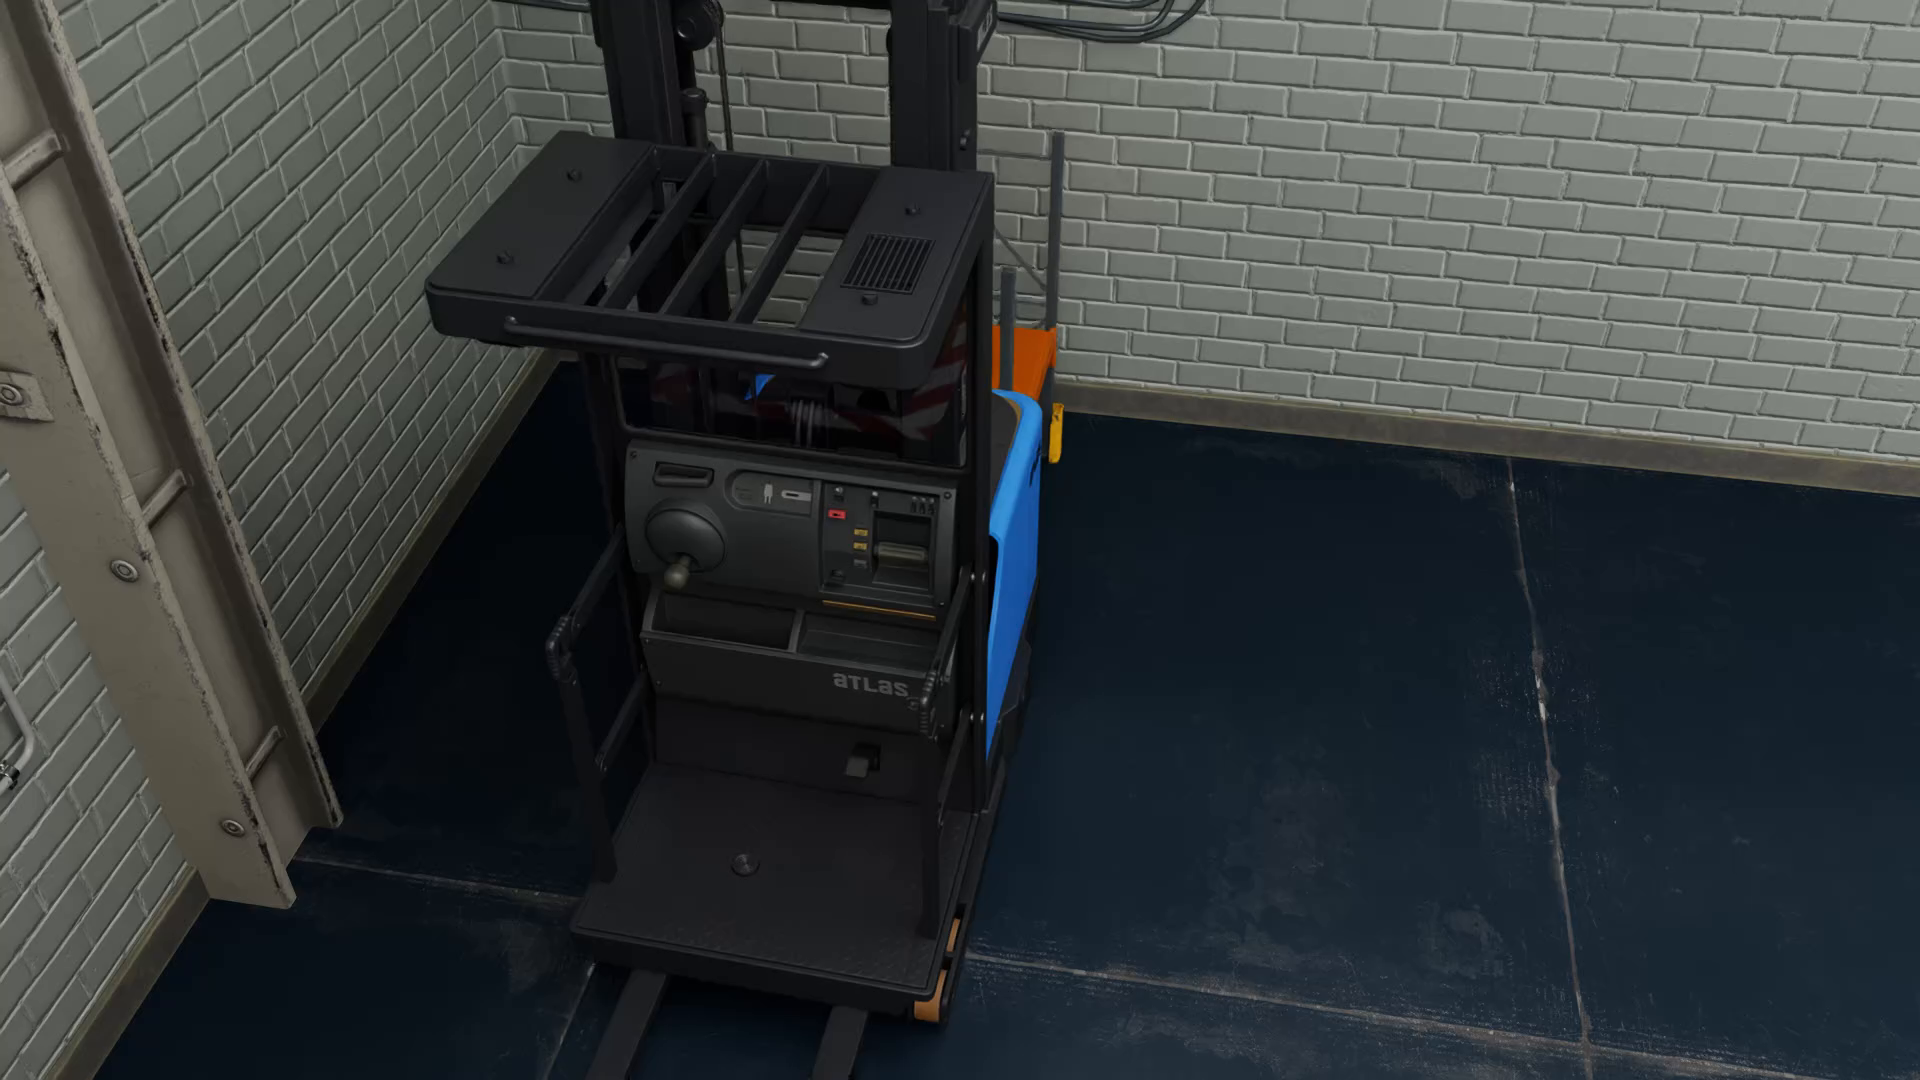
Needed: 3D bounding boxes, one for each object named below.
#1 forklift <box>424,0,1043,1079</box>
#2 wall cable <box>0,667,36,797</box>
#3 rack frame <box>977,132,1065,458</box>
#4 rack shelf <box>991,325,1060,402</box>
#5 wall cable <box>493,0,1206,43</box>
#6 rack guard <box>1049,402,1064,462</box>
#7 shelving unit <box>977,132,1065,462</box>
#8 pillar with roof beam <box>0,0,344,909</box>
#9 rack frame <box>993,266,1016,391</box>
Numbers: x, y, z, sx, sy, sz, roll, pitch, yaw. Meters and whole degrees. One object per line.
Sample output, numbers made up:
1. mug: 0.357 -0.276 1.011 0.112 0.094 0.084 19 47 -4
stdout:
1. forklift: -0.512 0.052 4.387 1.130 2.935 3.031 8 40 9
2. wall cable: -2.590 0.375 3.145 0.084 1.984 1.851 6 40 8
3. rack frame: 0.147 -0.976 6.754 0.500 1.500 0.032 8 40 9
4. rack shelf: 0.042 -0.520 6.485 0.538 0.185 1.000 8 40 9
5. wall cable: -0.549 -2.951 5.694 3.097 2.526 0.112 6 40 8
6. rack guard: 0.147 -0.494 7.151 0.587 0.250 0.087 8 40 9
7. shelving unit: 0.044 -0.665 6.377 0.587 1.500 1.083 8 40 9
8. pillar with roof beam: 1.975 -1.953 2.050 9.100 9.000 0.400 6 40 8
9. rack frame: -0.063 -0.342 5.987 0.500 1.500 0.032 8 40 9
